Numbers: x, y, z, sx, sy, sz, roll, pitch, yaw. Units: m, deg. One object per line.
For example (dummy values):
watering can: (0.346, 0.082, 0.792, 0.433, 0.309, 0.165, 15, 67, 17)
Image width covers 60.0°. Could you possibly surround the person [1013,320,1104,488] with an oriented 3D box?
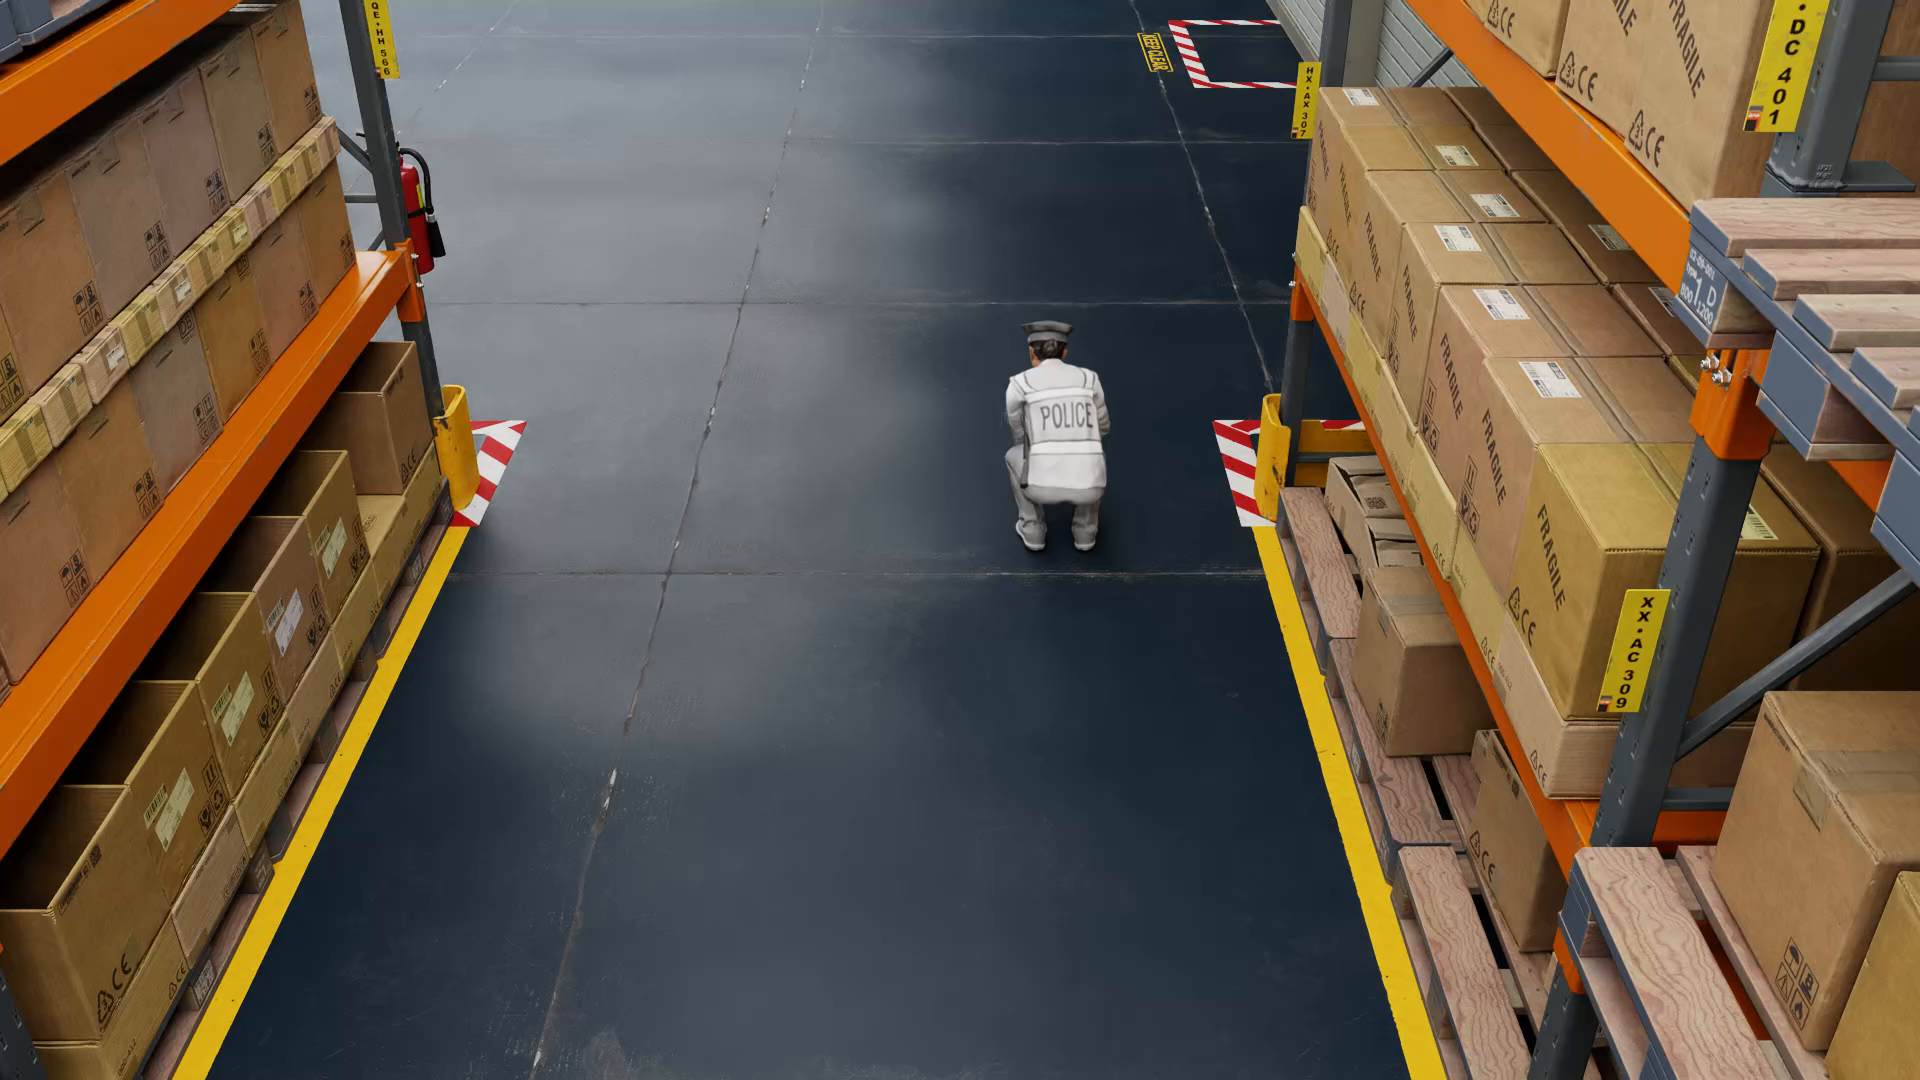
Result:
person: (0.440, -0.619, 7.500, 0.402, 0.631, 0.761, 0, 32, -1)
